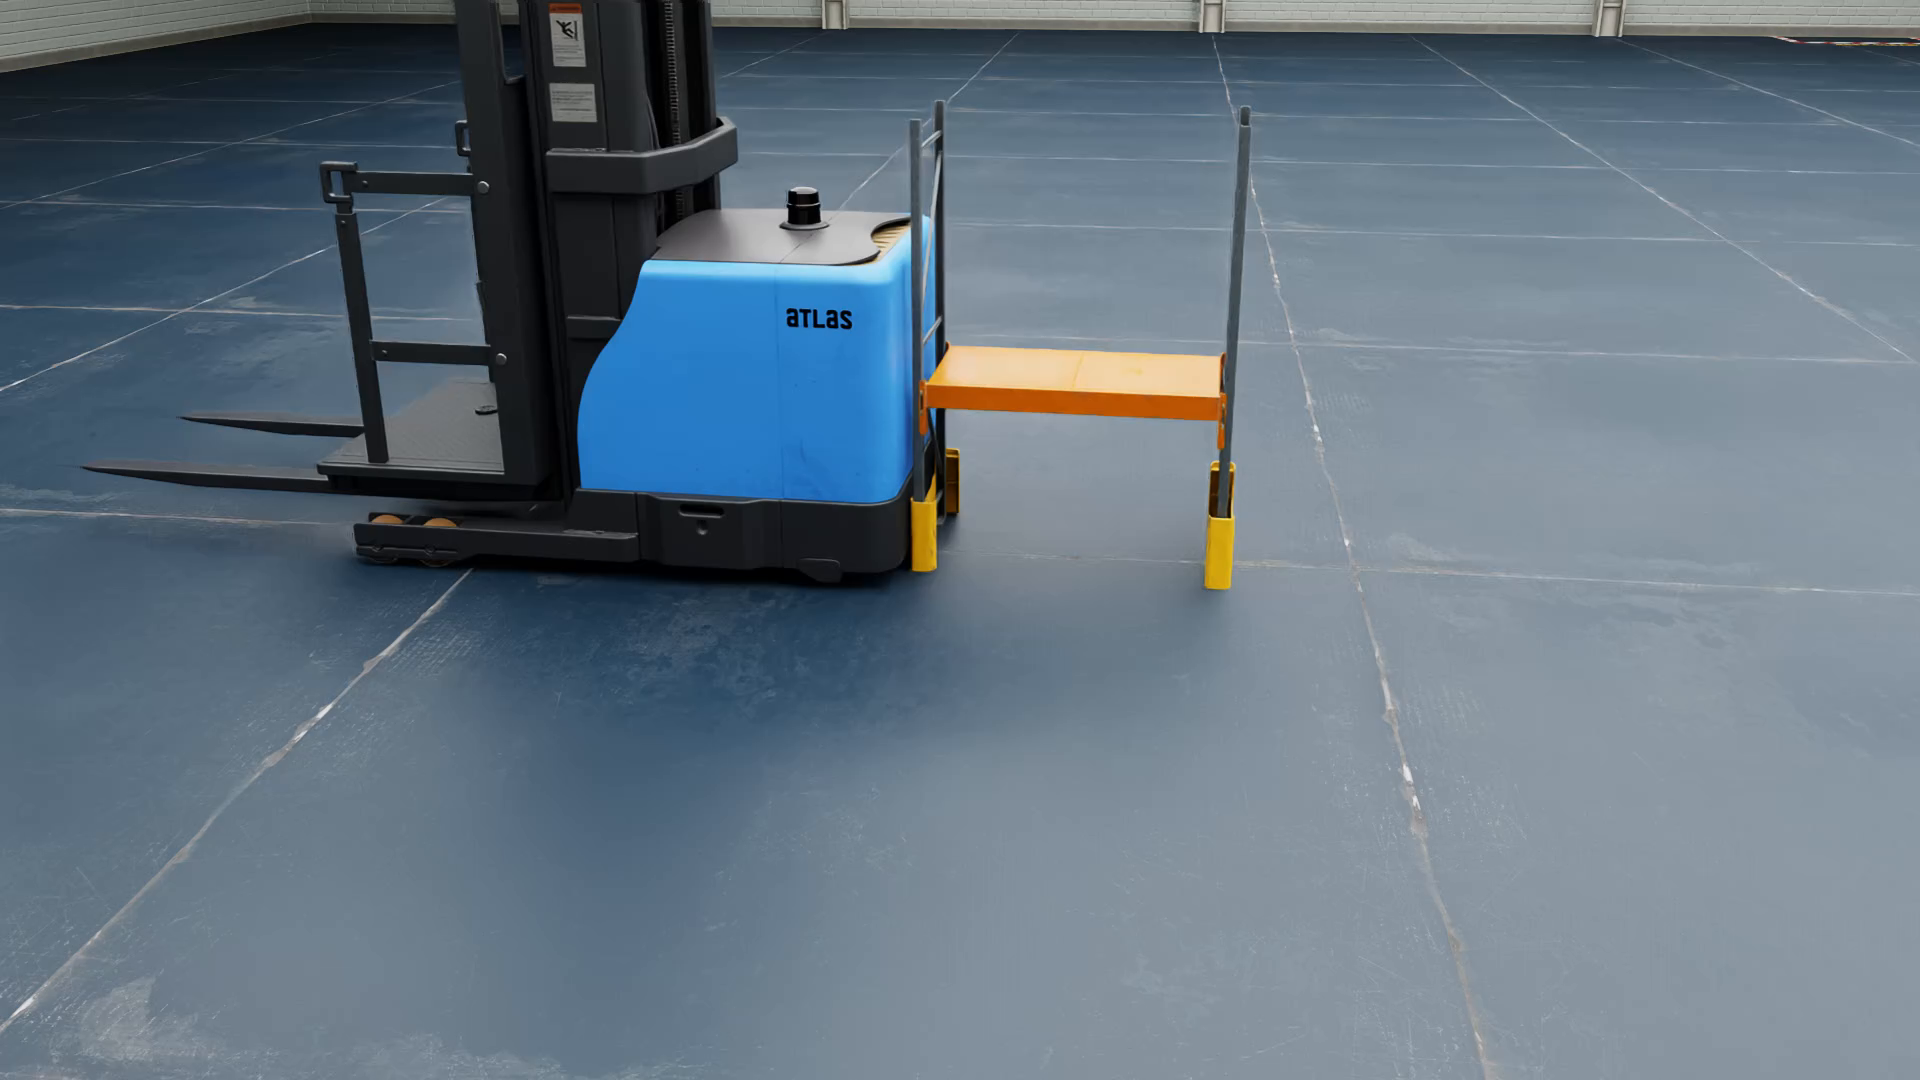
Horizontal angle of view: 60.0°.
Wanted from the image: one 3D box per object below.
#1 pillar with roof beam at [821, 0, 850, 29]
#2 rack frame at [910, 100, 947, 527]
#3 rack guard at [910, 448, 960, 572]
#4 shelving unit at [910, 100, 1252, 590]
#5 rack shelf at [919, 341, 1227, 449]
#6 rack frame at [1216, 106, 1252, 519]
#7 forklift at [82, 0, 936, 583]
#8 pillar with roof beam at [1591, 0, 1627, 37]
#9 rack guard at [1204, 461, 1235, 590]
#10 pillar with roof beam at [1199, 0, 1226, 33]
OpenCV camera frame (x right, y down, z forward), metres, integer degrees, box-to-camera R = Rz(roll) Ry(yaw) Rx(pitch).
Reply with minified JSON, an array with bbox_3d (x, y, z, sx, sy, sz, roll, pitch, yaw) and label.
[{"bbox_3d":[-2.507,-10.872,21.201,0.400,9.000,9.100,2,22,6],"label":"pillar with roof beam"},{"bbox_3d":[-0.104,-0.697,5.662,0.032,1.500,0.500,3,22,8],"label":"rack frame"},{"bbox_3d":[-0.084,-0.114,5.889,0.087,0.250,0.587,3,22,8],"label":"rack guard"},{"bbox_3d":[0.408,-0.667,5.588,1.083,1.500,0.587,3,22,8],"label":"shelving unit"},{"bbox_3d":[0.399,-0.501,5.656,1.000,0.185,0.538,3,22,8],"label":"rack shelf"},{"bbox_3d":[0.901,-0.639,5.517,0.032,1.500,0.500,3,22,8],"label":"rack frame"},{"bbox_3d":[-1.628,-1.456,5.636,3.031,2.935,1.130,3,22,8],"label":"forklift"},{"bbox_3d":[9.410,-10.353,19.887,0.400,9.000,9.100,2,22,6],"label":"pillar with roof beam"},{"bbox_3d":[0.900,-0.058,5.747,0.087,0.250,0.587,3,22,8],"label":"rack guard"},{"bbox_3d":[3.452,-10.613,20.544,0.400,9.000,9.100,2,22,6],"label":"pillar with roof beam"}]
